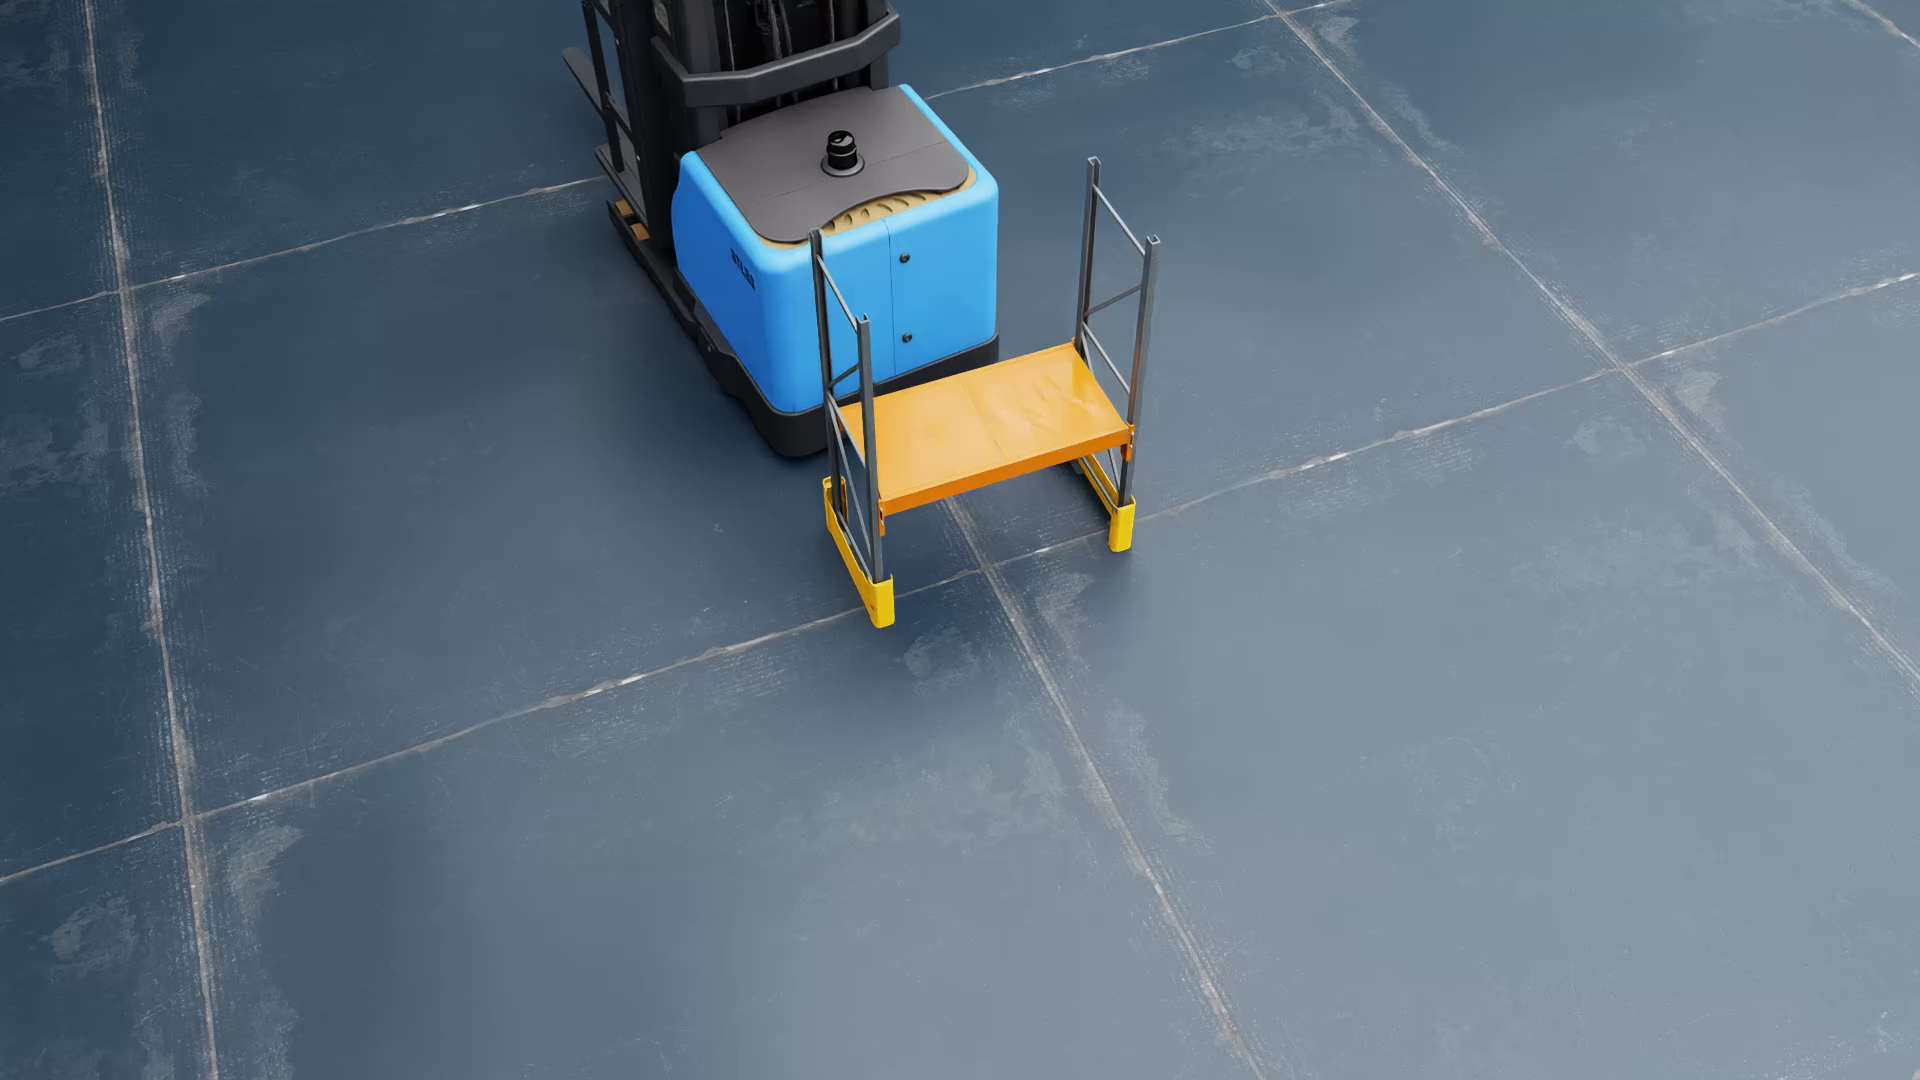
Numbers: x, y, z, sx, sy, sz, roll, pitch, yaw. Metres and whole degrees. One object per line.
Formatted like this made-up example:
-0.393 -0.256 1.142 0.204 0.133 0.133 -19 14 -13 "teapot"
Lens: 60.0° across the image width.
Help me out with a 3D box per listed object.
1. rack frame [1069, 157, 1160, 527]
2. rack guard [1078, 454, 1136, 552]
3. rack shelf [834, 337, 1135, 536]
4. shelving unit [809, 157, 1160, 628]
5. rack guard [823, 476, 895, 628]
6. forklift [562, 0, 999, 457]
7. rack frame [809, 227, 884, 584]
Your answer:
0.550 -0.659 6.168 0.032 1.500 0.500 -17 52 -14 "rack frame"
0.532 -0.246 6.637 0.087 0.250 0.587 -17 52 -14 "rack guard"
0.079 -0.396 6.179 1.000 0.185 0.538 -17 52 -14 "rack shelf"
0.071 -0.510 6.041 1.083 1.500 0.587 -17 52 -14 "shelving unit"
-0.390 0.040 6.392 0.087 0.250 0.587 -17 52 -14 "rack guard"
-0.990 -2.415 6.733 1.130 2.935 3.031 -23 53 -18 "forklift"
-0.392 -0.367 5.918 0.032 1.500 0.500 -17 52 -14 "rack frame"
